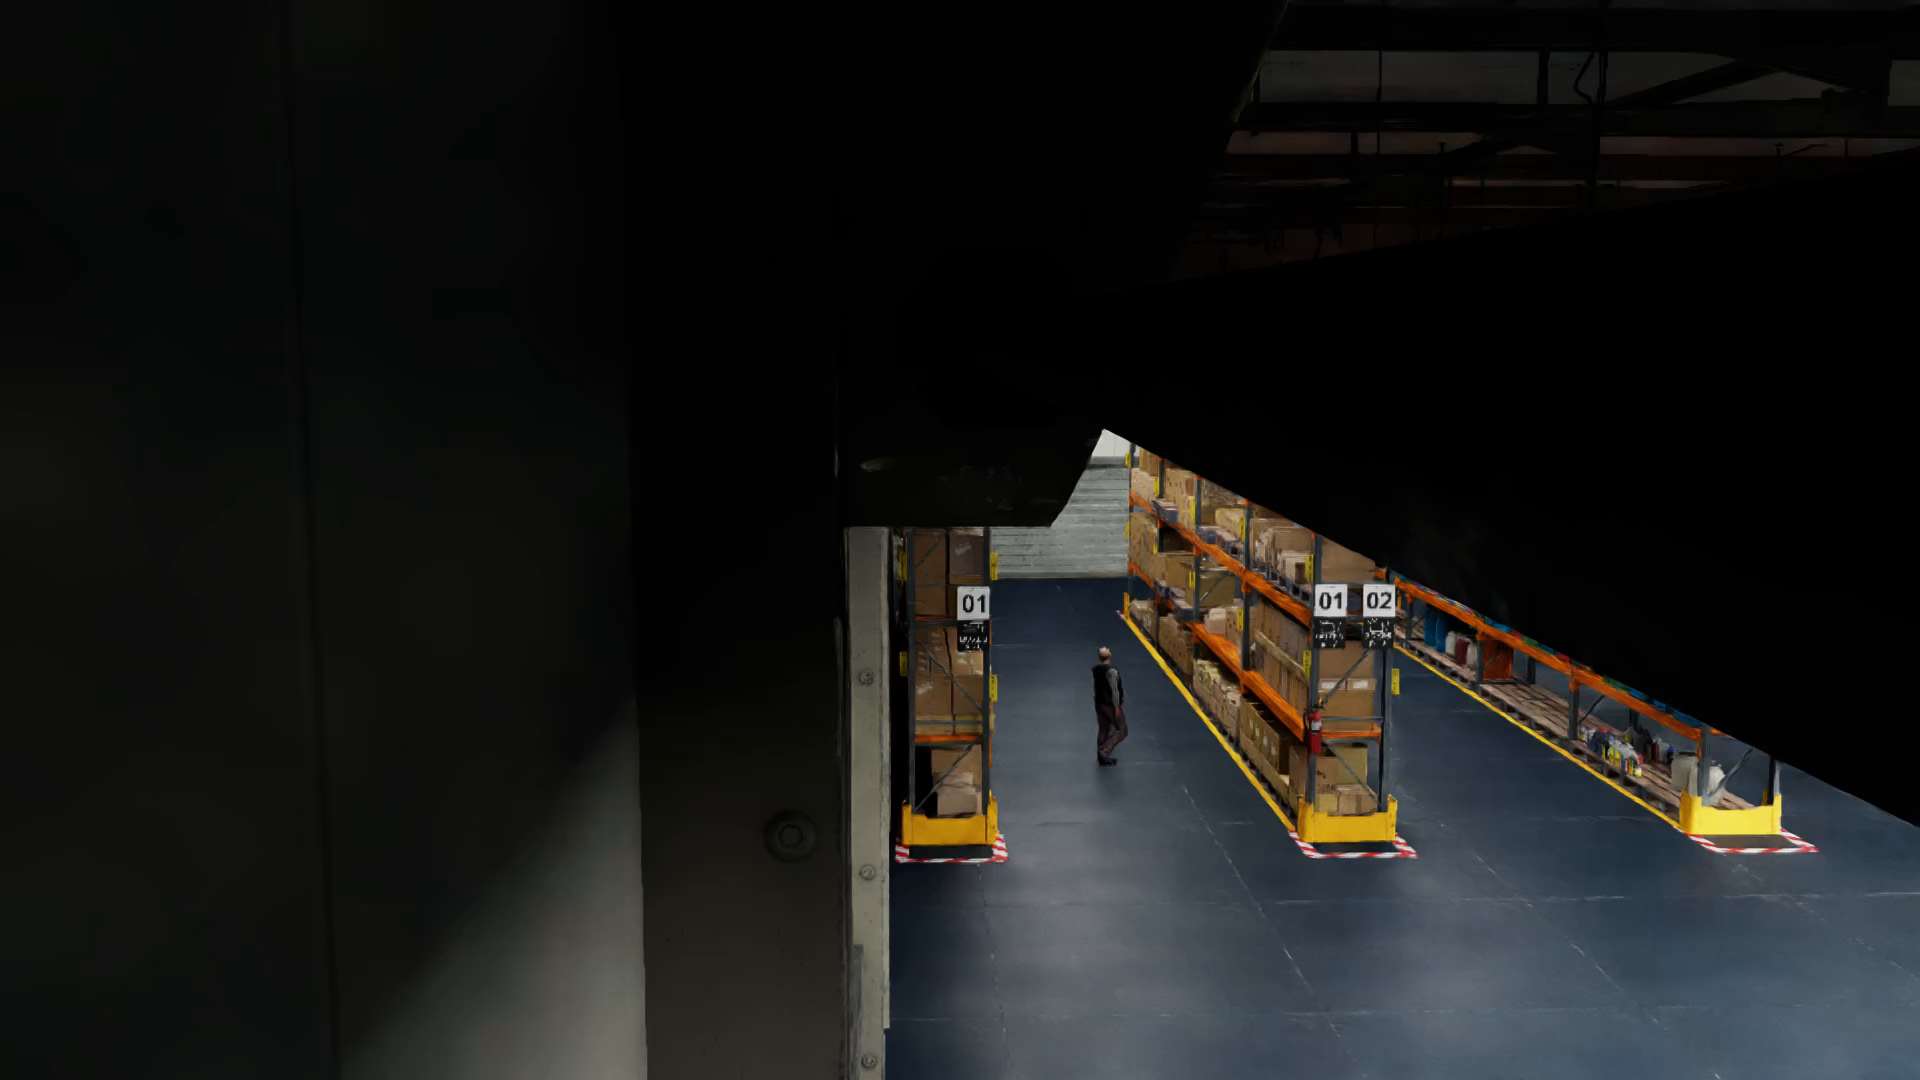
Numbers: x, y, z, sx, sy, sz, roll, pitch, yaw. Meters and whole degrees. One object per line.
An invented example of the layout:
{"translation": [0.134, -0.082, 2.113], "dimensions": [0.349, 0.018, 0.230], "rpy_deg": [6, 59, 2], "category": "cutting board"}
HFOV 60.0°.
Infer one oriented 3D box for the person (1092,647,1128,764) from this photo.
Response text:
{"translation": [2.129, 2.404, 24.049], "dimensions": [0.445, 1.718, 0.576], "rpy_deg": [-4, 9, -31], "category": "person"}
